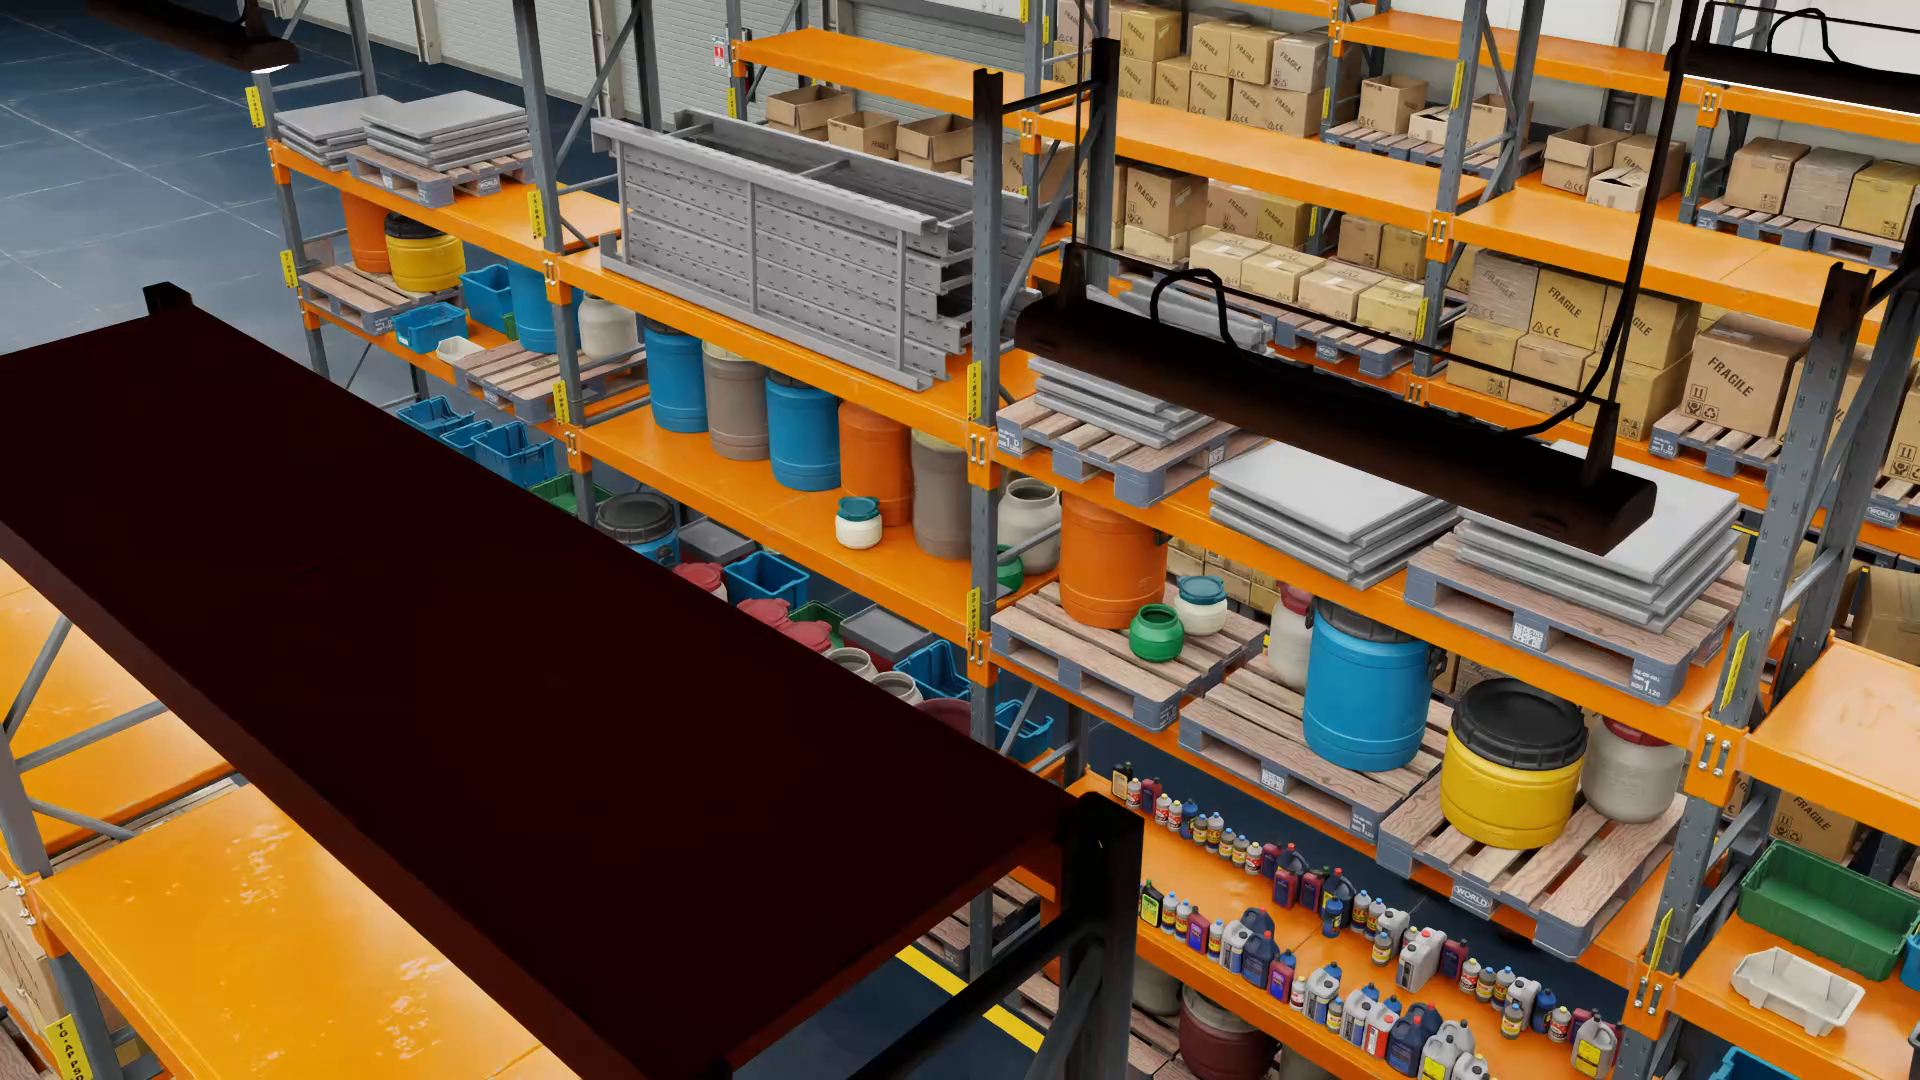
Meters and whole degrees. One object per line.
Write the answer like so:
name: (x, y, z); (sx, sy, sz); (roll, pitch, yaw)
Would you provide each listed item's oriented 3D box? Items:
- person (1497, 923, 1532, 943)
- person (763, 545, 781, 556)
person: (3.498, 1.907, 11.185); (1.055, 1.556, 0.507); (17, 34, 28)
person: (-1.974, -0.701, 15.868); (0.401, 1.548, 0.934); (-26, 38, -38)
